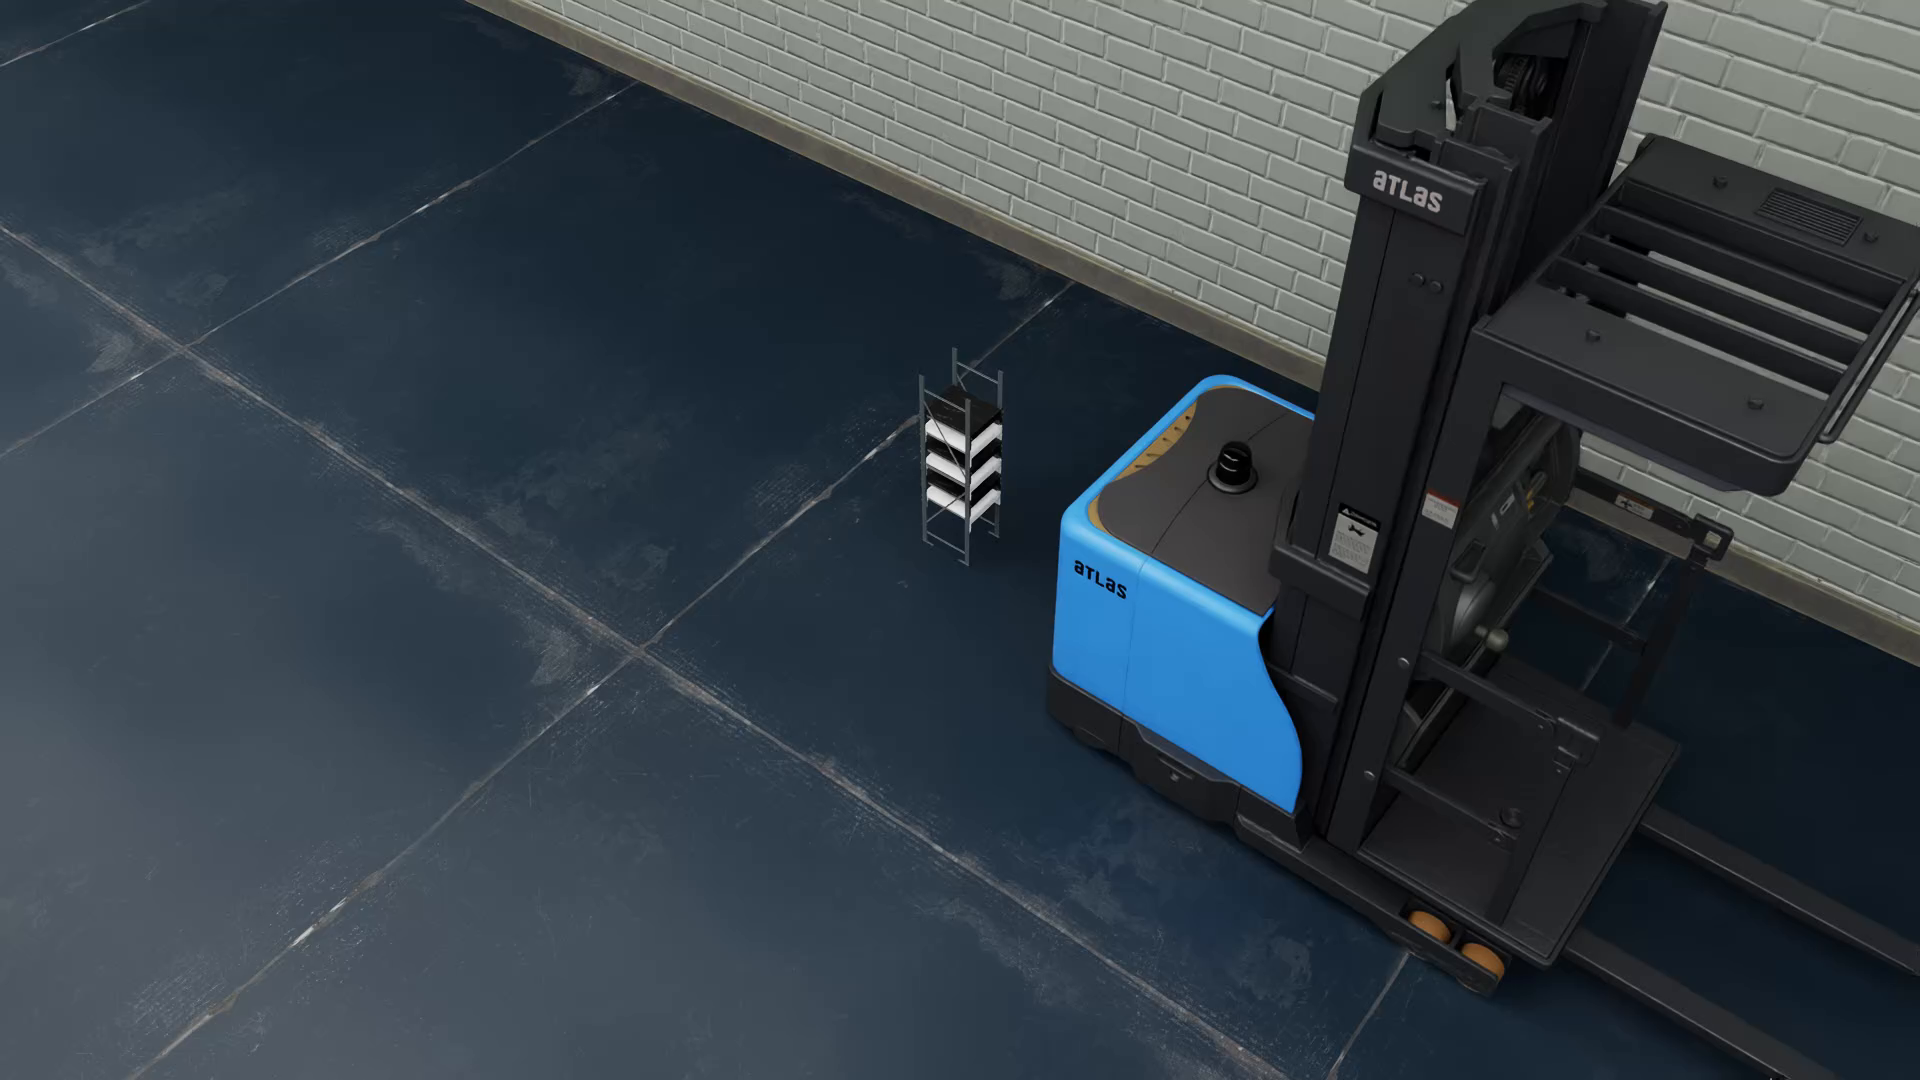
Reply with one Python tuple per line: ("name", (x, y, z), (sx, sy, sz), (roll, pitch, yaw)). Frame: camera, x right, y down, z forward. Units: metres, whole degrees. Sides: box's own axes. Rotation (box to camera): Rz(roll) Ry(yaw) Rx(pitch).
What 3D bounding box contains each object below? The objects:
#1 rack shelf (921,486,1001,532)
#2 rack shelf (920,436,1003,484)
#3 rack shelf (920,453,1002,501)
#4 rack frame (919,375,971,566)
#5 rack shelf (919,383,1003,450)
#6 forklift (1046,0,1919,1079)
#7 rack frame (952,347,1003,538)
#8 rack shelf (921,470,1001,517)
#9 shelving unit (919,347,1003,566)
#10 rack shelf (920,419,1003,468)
("rack shelf", (0.005, -0.168, 6.748), (0.258, 0.077, 0.200), (29, 53, 25))
("rack shelf", (0.005, -0.355, 6.553), (0.258, 0.077, 0.200), (29, 53, 25))
("rack shelf", (0.005, -0.292, 6.618), (0.258, 0.077, 0.200), (29, 53, 25))
("rack frame", (-0.057, -0.257, 6.538), (0.240, 0.900, 0.006), (29, 53, 25))
("rack shelf", (0.005, -0.479, 6.423), (0.258, 0.077, 0.200), (29, 53, 25))
("forklift", (1.791, 0.039, 4.851), (3.031, 2.935, 1.130), (30, 53, 25))
("rack frame", (0.067, -0.374, 6.649), (0.240, 0.900, 0.006), (29, 53, 25))
("rack shelf", (0.005, -0.230, 6.683), (0.258, 0.077, 0.200), (29, 53, 25))
("shelving unit", (0.005, -0.315, 6.594), (0.258, 0.900, 0.210), (29, 53, 25))
("rack shelf", (0.005, -0.417, 6.488), (0.258, 0.077, 0.200), (29, 53, 25))
